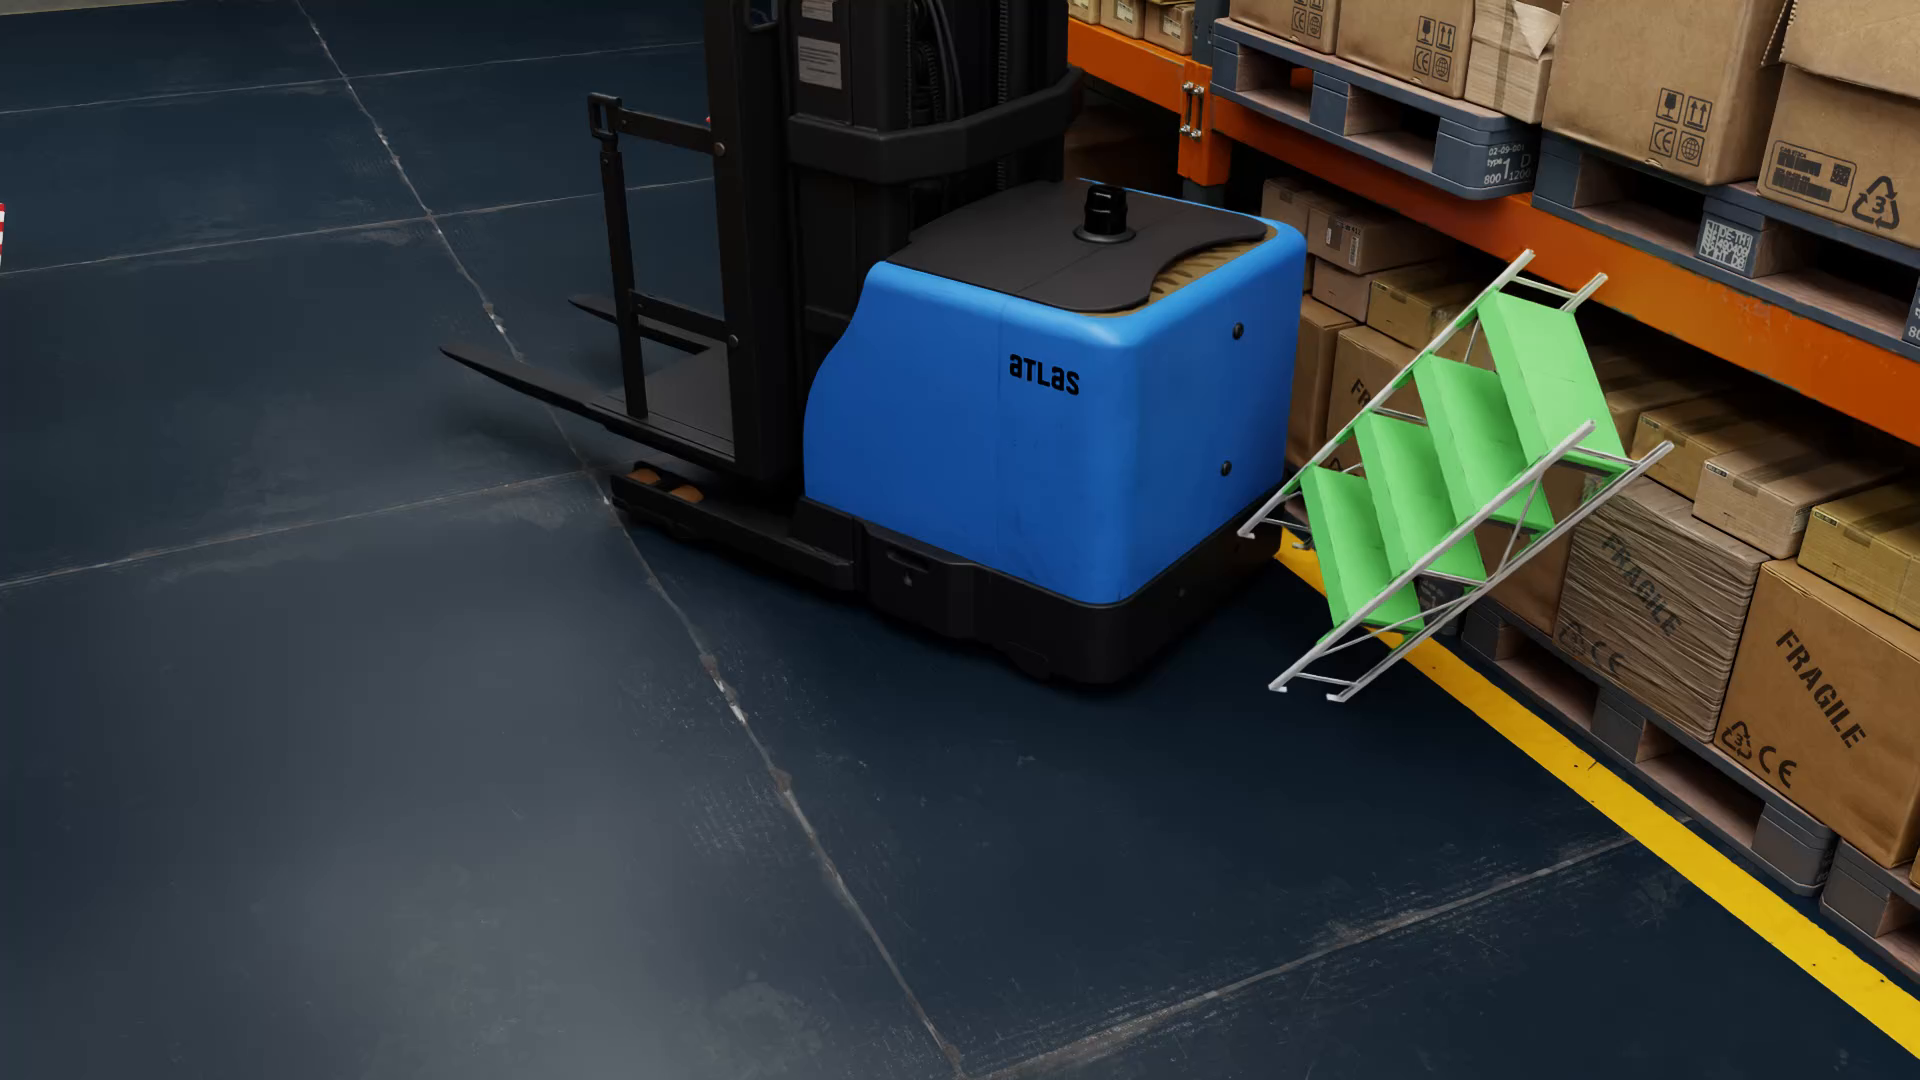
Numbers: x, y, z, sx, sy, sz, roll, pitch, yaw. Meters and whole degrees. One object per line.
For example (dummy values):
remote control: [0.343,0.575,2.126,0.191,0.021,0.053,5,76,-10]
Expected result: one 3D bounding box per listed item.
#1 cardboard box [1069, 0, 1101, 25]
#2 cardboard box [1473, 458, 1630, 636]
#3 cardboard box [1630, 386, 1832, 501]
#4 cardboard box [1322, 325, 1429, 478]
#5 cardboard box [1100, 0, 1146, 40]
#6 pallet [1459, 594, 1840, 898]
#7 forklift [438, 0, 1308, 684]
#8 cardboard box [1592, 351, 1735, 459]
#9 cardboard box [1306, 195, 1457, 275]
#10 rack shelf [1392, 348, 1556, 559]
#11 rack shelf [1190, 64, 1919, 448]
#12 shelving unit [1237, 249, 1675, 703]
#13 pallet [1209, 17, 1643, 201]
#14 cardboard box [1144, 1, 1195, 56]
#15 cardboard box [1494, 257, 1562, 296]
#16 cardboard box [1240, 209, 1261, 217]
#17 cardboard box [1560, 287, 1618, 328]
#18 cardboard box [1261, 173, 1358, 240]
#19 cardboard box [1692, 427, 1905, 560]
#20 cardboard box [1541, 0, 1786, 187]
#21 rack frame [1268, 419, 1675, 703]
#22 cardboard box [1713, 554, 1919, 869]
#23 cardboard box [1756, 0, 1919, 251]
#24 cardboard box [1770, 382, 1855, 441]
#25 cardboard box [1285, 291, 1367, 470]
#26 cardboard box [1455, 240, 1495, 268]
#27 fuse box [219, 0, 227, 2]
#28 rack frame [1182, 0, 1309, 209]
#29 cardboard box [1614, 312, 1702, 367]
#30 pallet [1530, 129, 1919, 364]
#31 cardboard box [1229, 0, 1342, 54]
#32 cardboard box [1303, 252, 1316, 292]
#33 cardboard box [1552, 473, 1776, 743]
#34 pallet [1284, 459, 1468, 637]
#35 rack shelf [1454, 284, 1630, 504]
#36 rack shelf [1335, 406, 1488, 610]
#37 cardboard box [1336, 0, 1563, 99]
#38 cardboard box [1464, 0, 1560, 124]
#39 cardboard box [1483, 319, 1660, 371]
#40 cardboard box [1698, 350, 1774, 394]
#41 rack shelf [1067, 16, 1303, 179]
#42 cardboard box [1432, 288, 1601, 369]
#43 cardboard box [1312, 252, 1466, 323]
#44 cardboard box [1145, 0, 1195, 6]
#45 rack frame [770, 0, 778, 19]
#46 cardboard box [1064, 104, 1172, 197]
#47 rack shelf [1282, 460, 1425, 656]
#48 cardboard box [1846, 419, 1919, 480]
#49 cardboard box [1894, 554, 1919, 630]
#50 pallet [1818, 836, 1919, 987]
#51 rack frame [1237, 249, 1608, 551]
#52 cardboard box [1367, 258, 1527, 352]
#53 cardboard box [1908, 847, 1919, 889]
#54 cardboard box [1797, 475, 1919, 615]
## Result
cardboard box: [0.575,-1.946,5.910,0.380,0.149,0.250,-12,32,-21]
cardboard box: [1.657,-0.125,4.532,0.500,0.500,0.500,-14,32,-23]
cardboard box: [1.878,-0.232,4.060,0.380,0.149,0.250,-13,32,-22]
cardboard box: [1.446,-0.346,4.927,0.500,0.500,0.500,-14,32,-23]
cardboard box: [0.708,-1.836,5.714,0.380,0.149,0.250,-12,32,-21]
pallet: [2.116,0.360,4.392,1.003,0.211,1.213,-13,32,-22]
forklift: [-0.497,-1.466,4.867,3.031,2.935,1.130,21,35,32]
cardboard box: [1.735,-0.345,4.262,0.380,0.149,0.250,-12,31,-20]
cardboard box: [1.273,-0.934,5.007,0.380,0.149,0.250,-15,32,-24]
rack shelf: [1.229,-0.204,3.979,0.258,0.148,0.480,11,53,-23]
rack shelf: [2.063,-0.550,3.900,1.077,0.370,4.000,-13,32,-22]
shelving unit: [1.155,-0.111,4.108,0.258,1.200,0.503,11,53,-23]
pallet: [1.449,-1.288,4.676,1.003,0.211,1.213,-13,32,-22]
cardboard box: [0.840,-1.726,5.517,0.380,0.149,0.250,-13,32,-21]
cardboard box: [1.853,-0.800,5.074,0.380,0.149,0.250,-13,32,-21]
cardboard box: [1.134,-1.099,6.463,0.500,0.311,0.500,-12,31,-20]
cardboard box: [1.987,-0.693,4.882,0.380,0.149,0.250,-15,32,-24]
cardboard box: [1.173,-1.051,5.217,0.380,0.149,0.250,-14,32,-23]
cardboard box: [1.937,-0.113,3.847,0.380,0.149,0.250,-15,32,-24]
cardboard box: [1.769,-1.138,3.681,0.700,0.500,0.500,-13,32,-22]
rack frame: [1.173,0.091,3.973,0.240,1.200,0.015,11,53,-23]
cardboard box: [2.114,0.331,3.719,0.500,0.500,0.500,-12,31,-20]
cardboard box: [2.054,-0.891,3.237,0.797,0.503,0.637,-14,32,-23]
cardboard box: [2.298,-0.340,4.253,0.380,0.149,0.250,-14,32,-24]
cardboard box: [1.209,-0.579,5.343,0.500,0.500,0.500,-12,31,-20]
cardboard box: [1.741,-0.906,5.262,0.380,0.149,0.250,-13,32,-22]
fuse box: [-5.476,-4.771,12.009,0.539,1.711,0.414,-13,32,-22]
rack frame: [1.205,-1.747,5.299,1.000,3.000,0.127,-13,32,-22]
cardboard box: [2.056,-0.560,4.645,0.380,0.149,0.250,-12,32,-21]
pallet: [2.083,-0.755,3.725,1.003,0.211,1.213,-13,32,-22]
cardboard box: [1.210,-1.713,4.707,0.700,0.500,0.500,-12,32,-21]
cardboard box: [1.118,-0.909,5.267,0.380,0.149,0.250,-12,31,-20]
cardboard box: [1.874,0.106,4.121,0.500,0.500,0.500,-14,32,-24]
pallet: [1.588,-0.180,5.355,1.003,0.211,1.213,-13,32,-22]
rack shelf: [1.331,-0.331,3.802,0.258,0.148,0.480,11,53,-23]
rack shelf: [1.128,-0.077,4.155,0.258,0.148,0.480,11,53,-23]
cardboard box: [1.433,-1.485,4.299,0.700,0.500,0.500,-13,32,-21]
cardboard box: [1.454,-1.178,3.991,0.396,0.266,0.258,-12,31,-20]
cardboard box: [1.631,-0.455,4.458,0.380,0.149,0.250,-13,32,-22]
cardboard box: [2.217,-0.458,4.464,0.380,0.149,0.250,-13,32,-21]
rack shelf: [0.346,-2.317,7.051,1.077,0.370,4.000,-13,32,-22]
cardboard box: [1.557,-0.573,4.669,0.380,0.149,0.250,-14,32,-23]
cardboard box: [1.307,-0.803,5.078,0.380,0.149,0.250,-14,32,-23]
cardboard box: [0.766,-1.985,5.573,0.500,0.250,0.500,-12,32,-21]
rack frame: [-0.513,-3.514,8.450,1.000,3.000,0.127,-13,32,-22]
cardboard box: [0.442,-1.473,6.936,0.700,0.500,0.500,-14,32,-24]
rack shelf: [1.026,0.049,4.332,0.258,0.148,0.480,11,53,-23]
cardboard box: [2.376,-0.212,4.024,0.380,0.149,0.250,-13,32,-22]
cardboard box: [2.190,0.113,3.445,0.380,0.149,0.250,-12,31,-21]
pallet: [2.635,0.898,3.432,1.003,0.211,1.213,-13,32,-22]
rack frame: [1.136,-0.314,4.243,0.240,1.200,0.015,11,53,-23]
cardboard box: [1.428,-0.692,4.880,0.380,0.149,0.250,-15,33,-25]
cardboard box: [2.341,0.562,3.308,0.500,0.500,0.500,-14,32,-23]
cardboard box: [2.083,0.003,3.641,0.380,0.149,0.250,-14,32,-23]
